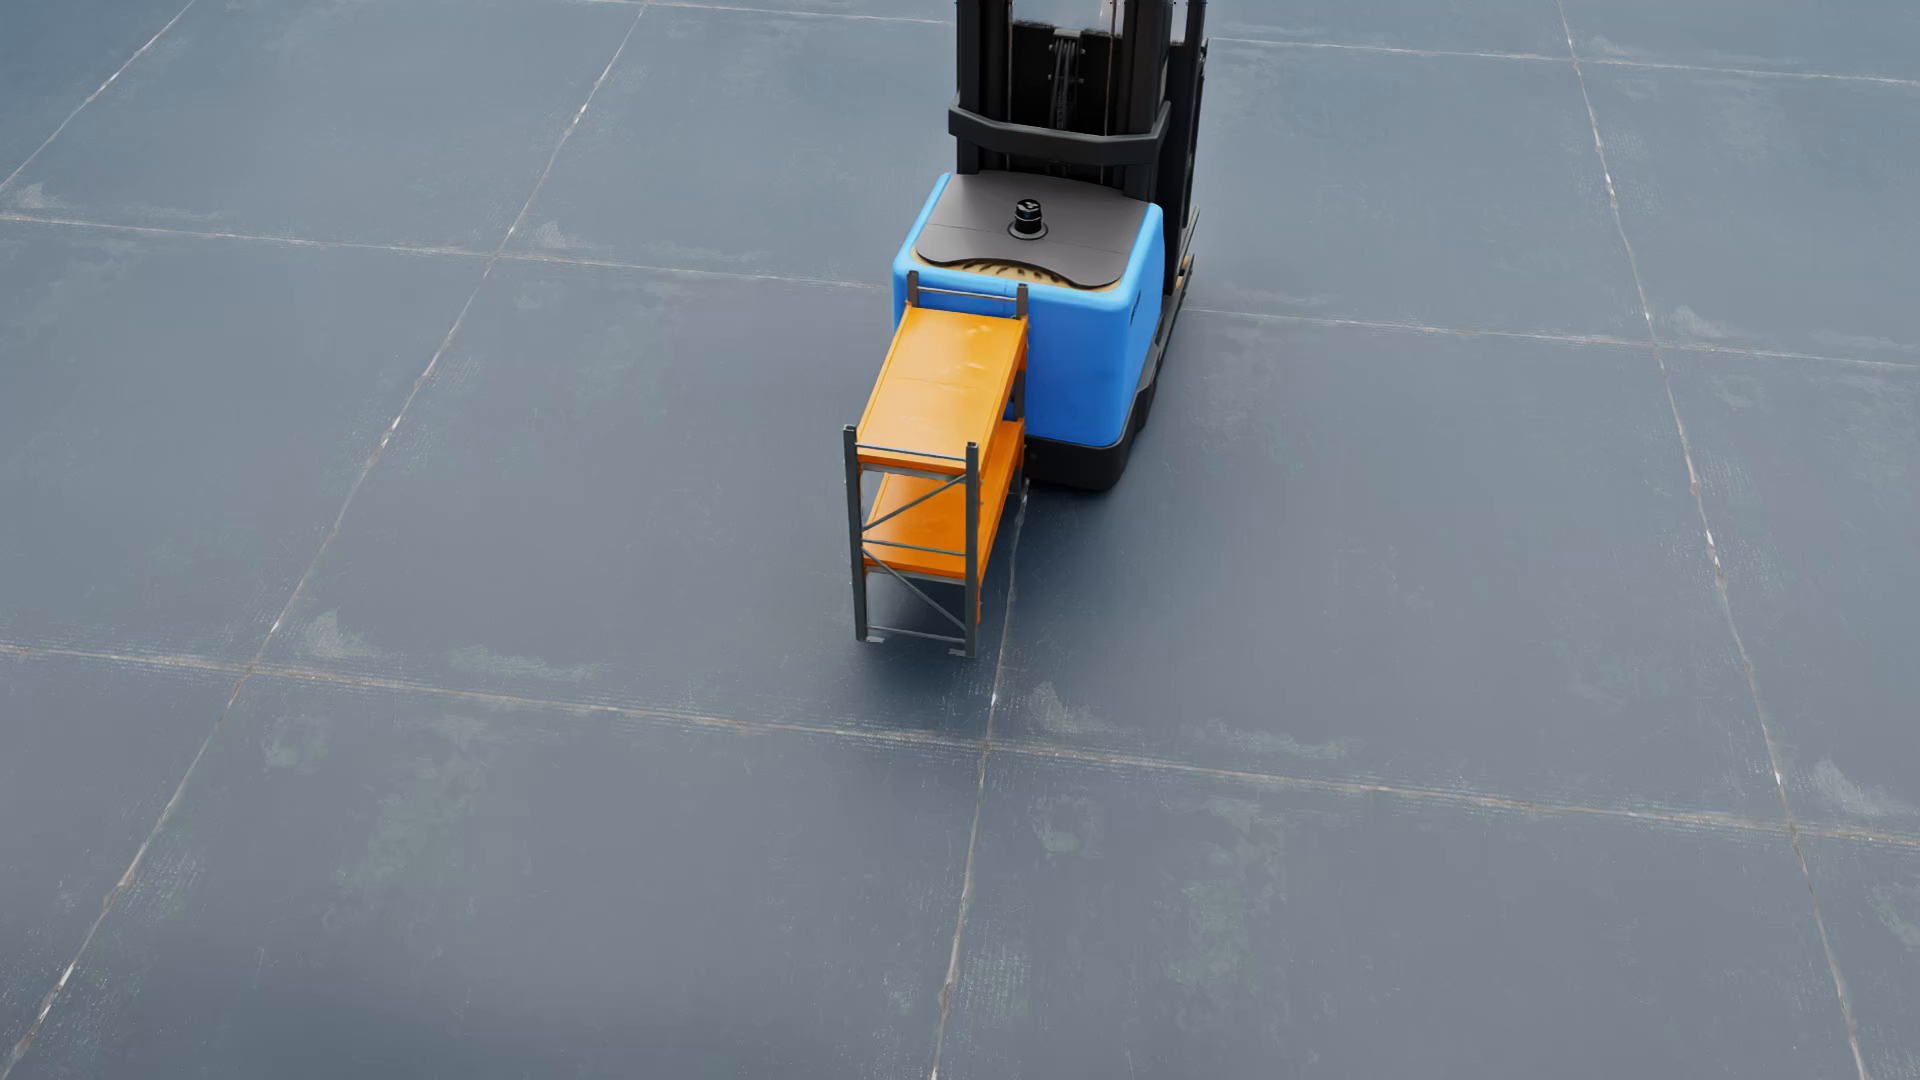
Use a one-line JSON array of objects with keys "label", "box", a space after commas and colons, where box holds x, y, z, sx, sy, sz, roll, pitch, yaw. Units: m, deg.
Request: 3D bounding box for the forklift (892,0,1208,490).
[{"label": "forklift", "box": [0.589, -2.317, 7.587, 1.130, 2.935, 3.031, 11, 45, 11]}]

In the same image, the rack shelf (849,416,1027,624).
[{"label": "rack shelf", "box": [-0.074, -0.134, 6.951, 0.538, 0.278, 1.000, 8, 44, 9]}]

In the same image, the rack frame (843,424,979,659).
[{"label": "rack frame", "box": [-0.179, 0.030, 6.422, 0.500, 1.125, 0.032, 8, 44, 9]}]

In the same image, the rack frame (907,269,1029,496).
[{"label": "rack frame", "box": [0.031, -0.654, 7.144, 0.500, 1.125, 0.032, 8, 44, 9]}]

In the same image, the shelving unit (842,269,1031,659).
[{"label": "shelving unit", "box": [-0.074, -0.312, 6.783, 0.538, 1.125, 1.048, 8, 44, 9]}]

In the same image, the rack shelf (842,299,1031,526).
[{"label": "rack shelf", "box": [-0.074, -0.524, 6.582, 0.538, 0.278, 1.000, 8, 44, 9]}]
